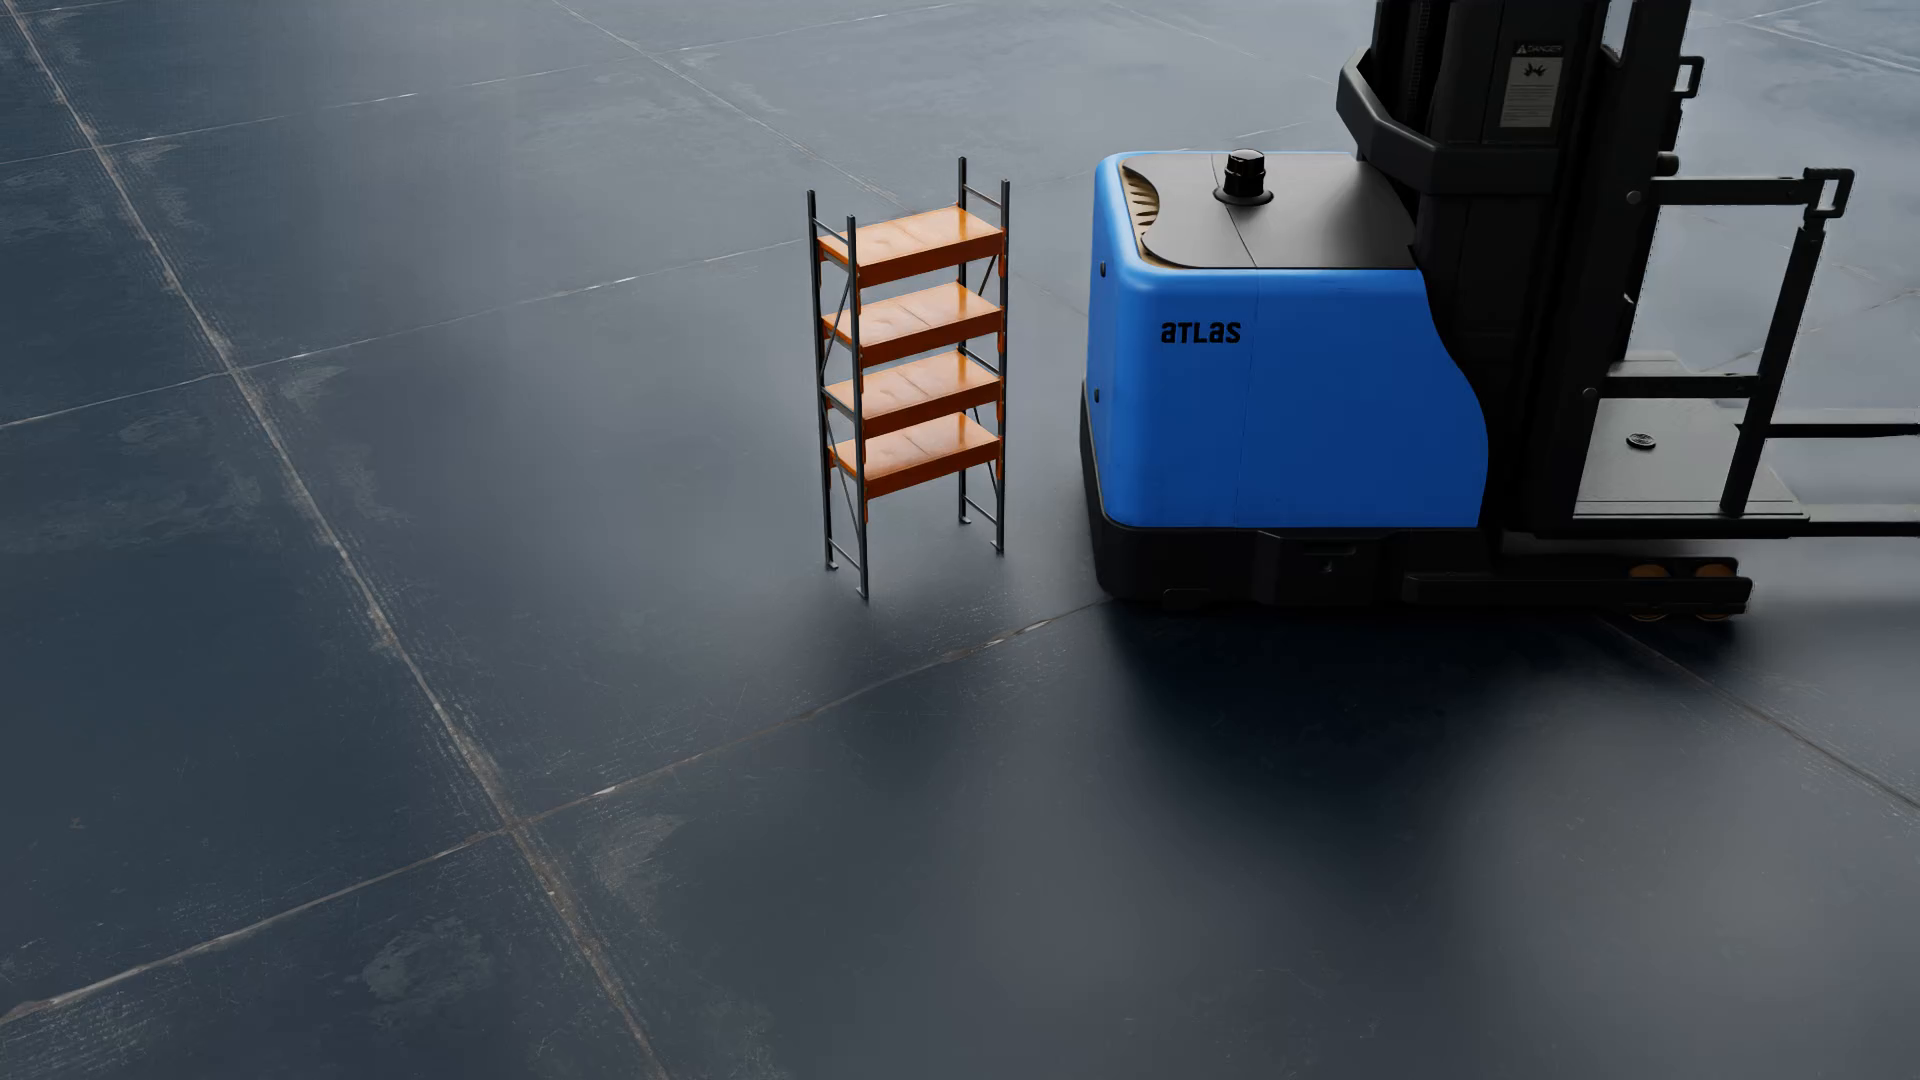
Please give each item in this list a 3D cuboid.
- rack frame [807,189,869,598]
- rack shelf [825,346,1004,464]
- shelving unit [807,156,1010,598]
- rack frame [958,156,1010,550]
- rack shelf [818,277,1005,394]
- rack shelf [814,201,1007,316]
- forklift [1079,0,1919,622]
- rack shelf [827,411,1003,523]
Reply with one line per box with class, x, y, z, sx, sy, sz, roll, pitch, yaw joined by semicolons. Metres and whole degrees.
rack frame;-0.344;-0.389;4.742;0.015;1.200;0.240;-19;37;-27
rack shelf;-0.139;-0.403;4.890;0.480;0.148;0.258;-19;37;-27
shelving unit;-0.139;-0.460;4.854;0.503;1.200;0.258;-19;37;-27
rack frame;0.066;-0.530;4.966;0.015;1.200;0.240;-19;37;-27
rack shelf;-0.139;-0.592;4.771;0.480;0.148;0.258;-19;37;-27
rack shelf;-0.139;-0.792;4.644;0.480;0.148;0.258;-19;37;-27
forklift;1.921;-1.285;4.540;3.031;2.935;1.130;0;32;0
rack shelf;-0.139;-0.235;4.996;0.480;0.148;0.258;-19;37;-27
